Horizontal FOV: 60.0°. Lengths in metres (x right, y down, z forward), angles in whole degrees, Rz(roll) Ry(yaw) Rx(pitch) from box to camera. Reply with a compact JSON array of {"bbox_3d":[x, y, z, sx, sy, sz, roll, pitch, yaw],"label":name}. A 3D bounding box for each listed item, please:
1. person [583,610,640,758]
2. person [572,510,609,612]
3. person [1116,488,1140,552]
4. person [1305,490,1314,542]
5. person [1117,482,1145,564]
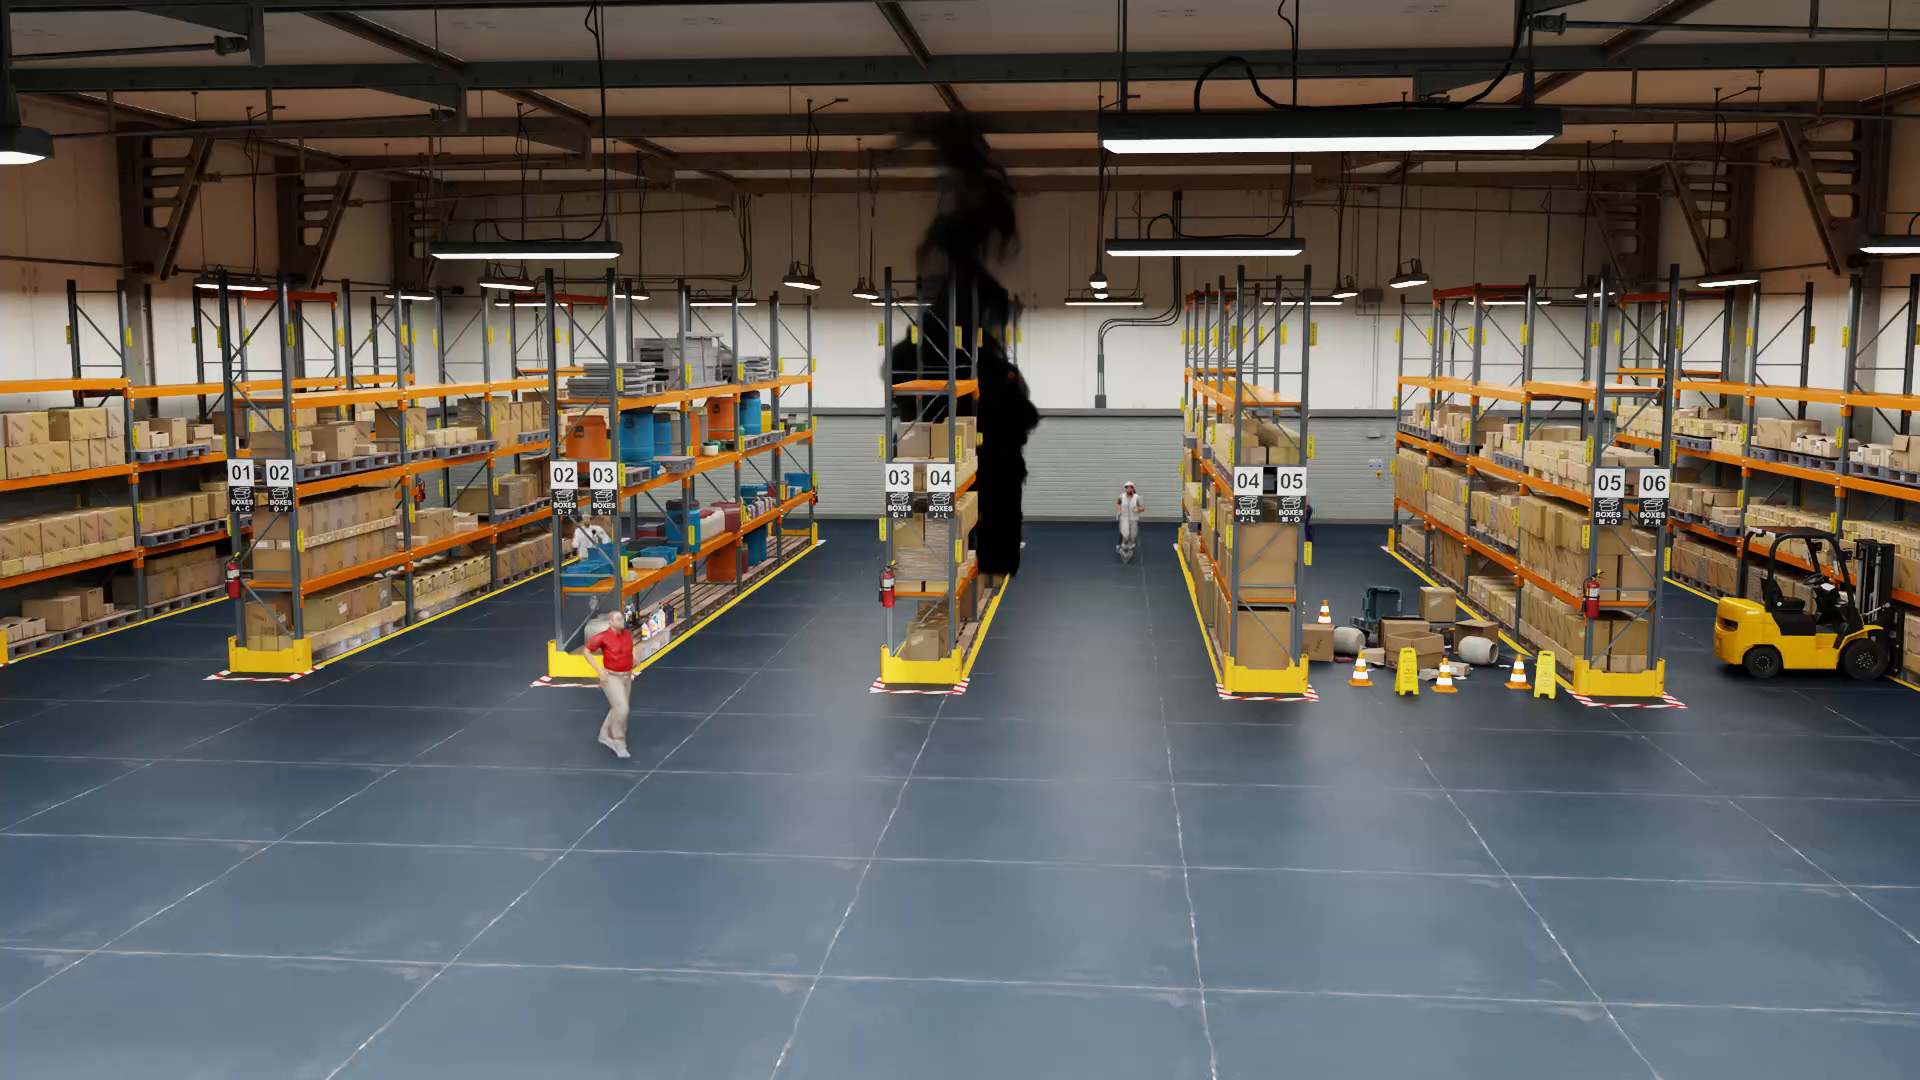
[{"bbox_3d":[-4.147,1.744,20.059,0.691,1.807,0.660,4,8,29],"label":"person"},{"bbox_3d":[-6.499,0.364,29.156,0.590,1.794,0.704,1,7,5],"label":"person"},{"bbox_3d":[3.901,-0.468,38.648,0.554,1.540,0.602,1,7,7],"label":"person"},{"bbox_3d":[8.315,-0.695,40.586,0.691,1.577,0.591,0,7,-4],"label":"person"},{"bbox_3d":[3.812,-0.391,37.167,0.633,1.839,0.775,1,7,6],"label":"person"}]
